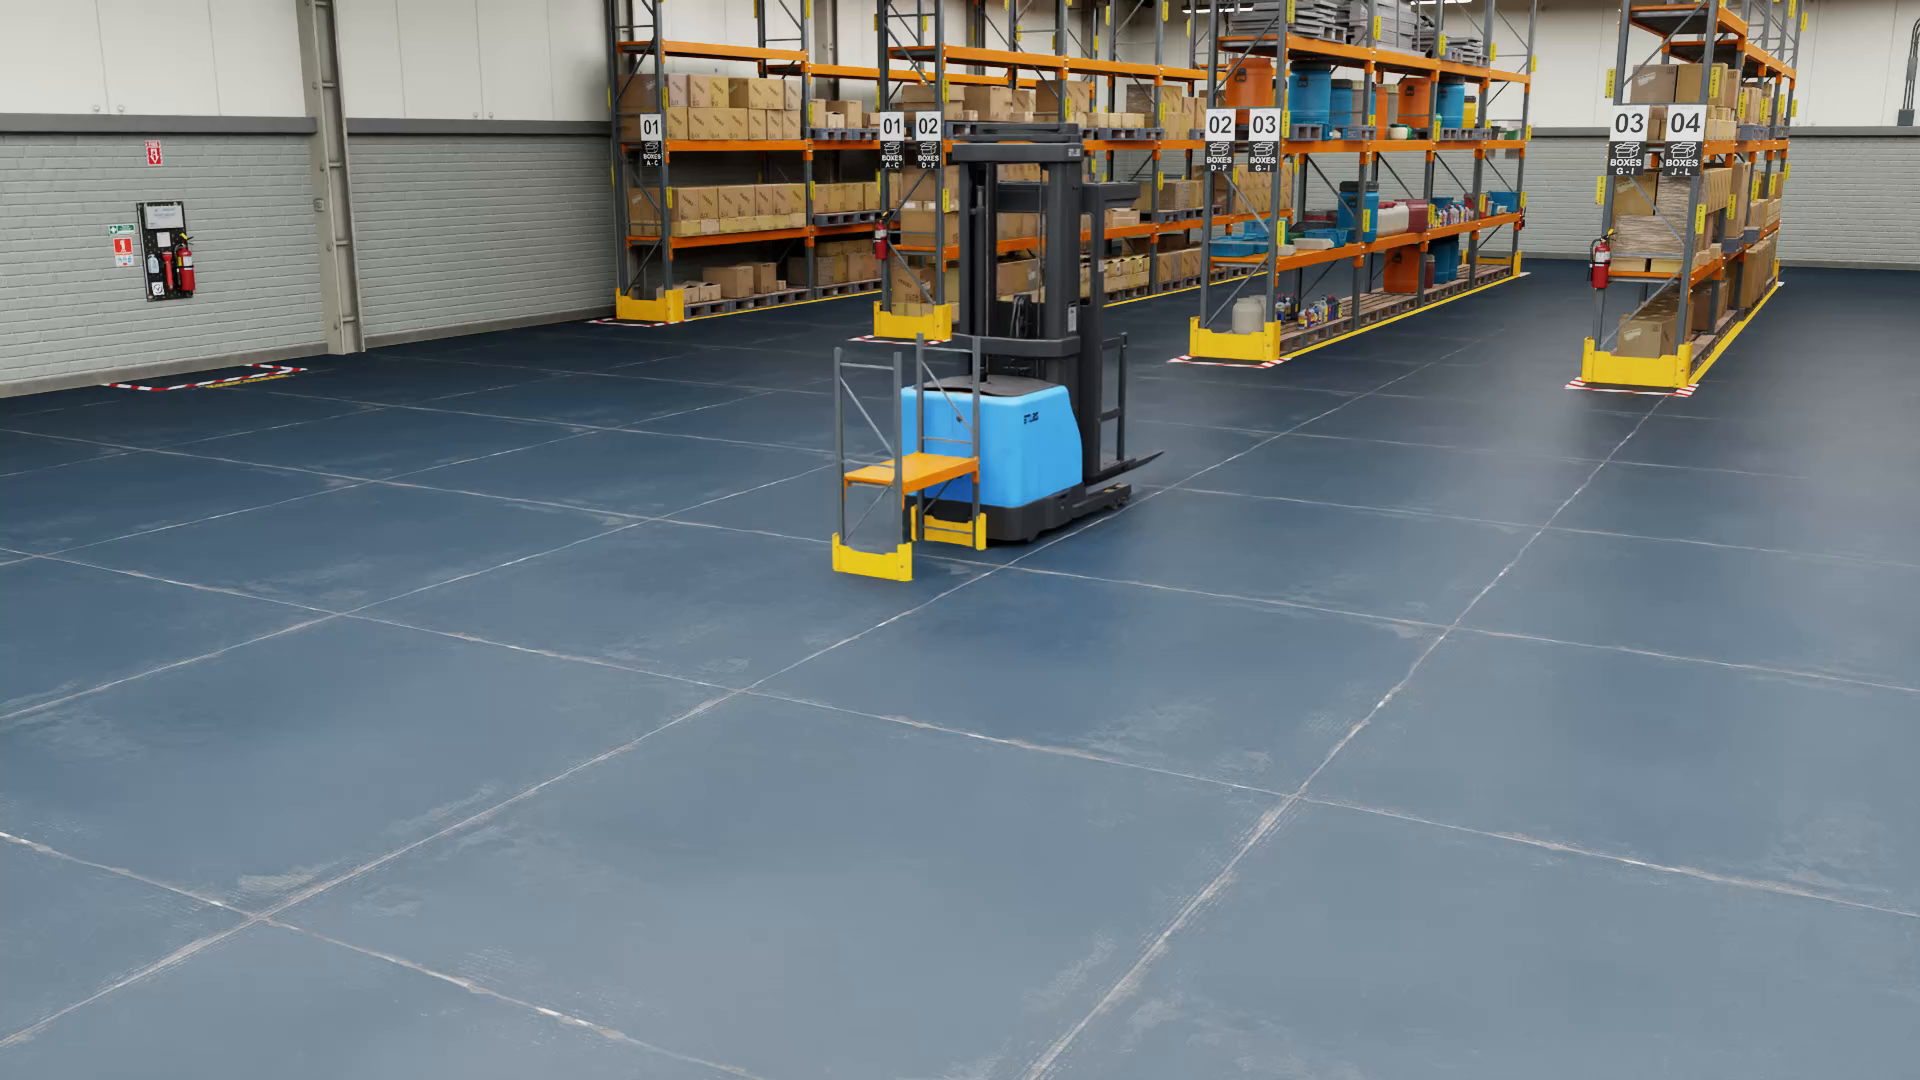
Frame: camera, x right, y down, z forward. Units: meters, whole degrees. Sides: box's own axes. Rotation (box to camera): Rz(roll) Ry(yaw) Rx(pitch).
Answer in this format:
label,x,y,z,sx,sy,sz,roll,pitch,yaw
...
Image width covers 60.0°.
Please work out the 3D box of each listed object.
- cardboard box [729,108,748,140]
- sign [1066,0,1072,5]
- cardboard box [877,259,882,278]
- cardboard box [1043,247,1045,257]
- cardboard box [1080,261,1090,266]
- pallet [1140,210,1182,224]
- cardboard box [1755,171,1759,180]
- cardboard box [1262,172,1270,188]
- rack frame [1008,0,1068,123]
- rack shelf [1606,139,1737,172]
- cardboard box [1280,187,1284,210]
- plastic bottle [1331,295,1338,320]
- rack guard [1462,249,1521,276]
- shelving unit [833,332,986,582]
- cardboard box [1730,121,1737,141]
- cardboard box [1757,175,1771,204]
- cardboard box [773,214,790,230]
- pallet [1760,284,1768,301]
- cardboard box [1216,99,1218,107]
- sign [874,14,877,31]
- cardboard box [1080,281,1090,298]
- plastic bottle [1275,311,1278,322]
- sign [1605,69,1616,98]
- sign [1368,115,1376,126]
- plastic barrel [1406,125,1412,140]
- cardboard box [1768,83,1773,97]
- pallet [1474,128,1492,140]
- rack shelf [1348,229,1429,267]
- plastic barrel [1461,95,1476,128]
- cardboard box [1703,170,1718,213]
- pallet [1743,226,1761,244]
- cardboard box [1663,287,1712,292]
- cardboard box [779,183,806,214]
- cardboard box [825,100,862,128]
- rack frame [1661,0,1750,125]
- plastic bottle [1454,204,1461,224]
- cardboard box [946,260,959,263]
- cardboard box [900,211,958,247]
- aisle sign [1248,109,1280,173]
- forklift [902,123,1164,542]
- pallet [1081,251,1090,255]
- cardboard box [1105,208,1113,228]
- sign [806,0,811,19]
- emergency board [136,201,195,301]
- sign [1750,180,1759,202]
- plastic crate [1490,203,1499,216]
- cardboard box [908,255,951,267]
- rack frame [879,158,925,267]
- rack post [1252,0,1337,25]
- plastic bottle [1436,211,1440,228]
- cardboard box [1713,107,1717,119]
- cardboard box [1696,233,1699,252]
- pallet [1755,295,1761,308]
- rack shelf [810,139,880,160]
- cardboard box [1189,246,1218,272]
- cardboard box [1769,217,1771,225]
label,x,y,z,sx,sy,sz,roll,pitch,yaw
cardboard box,-3.863,-6.878,27.505,0.500,0.500,0.500,8,16,31
sign,1.723,-8.635,26.320,0.100,0.325,0.005,7,15,28
cardboard box,-1.809,-5.389,32.382,0.700,0.500,0.500,7,15,28
cardboard box,1.725,-6.796,38.260,0.700,0.500,0.500,8,16,29
cardboard box,2.163,-4.661,28.740,0.500,0.311,0.500,7,15,26
pallet,3.449,-6.130,31.469,1.213,0.211,1.003,7,15,28
cardboard box,13.143,-6.039,28.327,0.797,0.503,0.637,8,15,29
cardboard box,6.337,-7.814,35.698,0.500,0.500,0.500,8,16,30
rack frame,1.249,-8.172,26.730,1.000,3.000,0.127,7,15,28
rack shelf,8.952,-4.831,20.805,1.077,0.370,4.000,7,15,28
cardboard box,6.824,-7.537,36.681,0.500,0.500,0.500,8,15,29
plastic bottle,5.524,-3.455,24.677,0.144,0.351,0.185,7,15,27
rack guard,11.385,-5.947,35.634,1.175,0.500,0.348,7,15,28
shelving unit,-0.335,-0.596,11.305,0.587,1.500,1.083,8,16,29
cardboard box,9.927,-5.395,21.930,0.500,0.250,0.500,8,16,30
cardboard box,14.242,-6.279,29.765,0.500,0.500,0.500,7,15,28
cardboard box,-3.301,-5.520,28.808,0.500,0.250,0.500,7,15,28
pallet,14.223,-4.565,30.520,1.003,0.211,1.213,7,15,28
cardboard box,4.809,-8.561,33.423,0.600,0.600,0.600,6,15,23
sign,-1.643,-10.146,32.589,0.100,0.325,0.005,7,15,28
cardboard box,1.909,-4.282,28.367,0.500,0.250,0.500,8,16,29
plastic bottle,4.570,-3.260,24.186,0.097,0.201,0.097,0,14,0
sign,7.509,-5.267,19.193,0.100,0.325,0.005,7,15,28
sign,6.060,-6.092,24.482,0.100,0.325,0.005,7,15,28
plastic barrel,7.443,-6.840,27.939,0.294,0.245,0.294,0,14,0
cardboard box,14.735,-8.305,30.760,0.500,0.250,0.500,7,15,26
pallet,9.157,-7.529,30.868,1.213,0.211,1.003,7,15,28
rack shelf,6.550,-4.754,26.888,1.077,0.370,4.000,7,15,28
plastic barrel,9.187,-7.879,30.615,0.600,0.588,0.600,0,14,0
cardboard box,8.978,-4.278,20.395,0.500,0.500,0.500,7,15,28
pallet,11.602,-4.702,25.544,1.213,0.211,1.003,7,15,28
cardboard box,10.482,-3.350,23.925,0.700,0.500,0.500,7,15,28
cardboard box,-3.047,-5.985,29.138,0.500,0.500,0.500,7,15,28
cardboard box,-2.158,-7.883,30.823,0.500,0.500,0.500,7,15,26
rack frame,9.919,-7.049,22.071,1.000,3.000,0.127,7,15,28
plastic bottle,9.204,-6.047,30.823,0.144,0.351,0.185,7,15,28
cardboard box,0.028,-4.120,26.093,0.500,0.500,0.500,7,15,28
cardboard box,-0.448,-4.578,24.409,0.700,0.500,0.500,7,15,28
aisle sign,3.871,-5.089,21.194,0.394,0.787,0.004,7,15,28
forklift,0.704,-1.708,12.864,1.130,2.935,3.031,8,16,29
pallet,2.394,-6.749,39.580,1.003,0.211,1.213,7,15,28
cardboard box,2.386,-5.779,29.390,0.500,0.500,0.500,6,15,25
sign,-2.623,-9.160,28.665,0.100,0.325,0.005,7,15,28
emergency board,-9.570,-3.503,20.165,0.194,1.169,0.643,7,15,28
sign,12.333,-5.418,25.805,0.100,0.325,0.005,7,15,28
plastic crate,10.616,-6.653,33.459,0.416,0.233,0.300,7,15,28
cardboard box,-0.685,-5.932,33.929,0.750,0.750,0.750,7,15,27
rack frame,-1.155,-6.637,33.162,1.000,3.000,0.127,7,15,28
rack post,4.559,-7.154,22.667,0.937,0.300,0.954,7,15,27
plastic bottle,8.449,-5.674,29.419,0.061,0.283,0.133,7,15,28
cardboard box,8.860,-5.126,19.966,0.380,0.149,0.250,7,15,28
cardboard box,8.692,-3.829,20.666,0.875,0.500,0.500,7,15,28
pallet,13.480,-4.251,29.217,1.003,0.211,1.213,7,15,28
rack shelf,-2.122,-7.335,31.193,1.077,0.370,4.000,7,15,28
cardboard box,4.883,-5.661,33.511,0.500,0.500,0.500,7,15,28
cardboard box,14.475,-5.783,30.155,0.380,0.149,0.250,8,16,30
